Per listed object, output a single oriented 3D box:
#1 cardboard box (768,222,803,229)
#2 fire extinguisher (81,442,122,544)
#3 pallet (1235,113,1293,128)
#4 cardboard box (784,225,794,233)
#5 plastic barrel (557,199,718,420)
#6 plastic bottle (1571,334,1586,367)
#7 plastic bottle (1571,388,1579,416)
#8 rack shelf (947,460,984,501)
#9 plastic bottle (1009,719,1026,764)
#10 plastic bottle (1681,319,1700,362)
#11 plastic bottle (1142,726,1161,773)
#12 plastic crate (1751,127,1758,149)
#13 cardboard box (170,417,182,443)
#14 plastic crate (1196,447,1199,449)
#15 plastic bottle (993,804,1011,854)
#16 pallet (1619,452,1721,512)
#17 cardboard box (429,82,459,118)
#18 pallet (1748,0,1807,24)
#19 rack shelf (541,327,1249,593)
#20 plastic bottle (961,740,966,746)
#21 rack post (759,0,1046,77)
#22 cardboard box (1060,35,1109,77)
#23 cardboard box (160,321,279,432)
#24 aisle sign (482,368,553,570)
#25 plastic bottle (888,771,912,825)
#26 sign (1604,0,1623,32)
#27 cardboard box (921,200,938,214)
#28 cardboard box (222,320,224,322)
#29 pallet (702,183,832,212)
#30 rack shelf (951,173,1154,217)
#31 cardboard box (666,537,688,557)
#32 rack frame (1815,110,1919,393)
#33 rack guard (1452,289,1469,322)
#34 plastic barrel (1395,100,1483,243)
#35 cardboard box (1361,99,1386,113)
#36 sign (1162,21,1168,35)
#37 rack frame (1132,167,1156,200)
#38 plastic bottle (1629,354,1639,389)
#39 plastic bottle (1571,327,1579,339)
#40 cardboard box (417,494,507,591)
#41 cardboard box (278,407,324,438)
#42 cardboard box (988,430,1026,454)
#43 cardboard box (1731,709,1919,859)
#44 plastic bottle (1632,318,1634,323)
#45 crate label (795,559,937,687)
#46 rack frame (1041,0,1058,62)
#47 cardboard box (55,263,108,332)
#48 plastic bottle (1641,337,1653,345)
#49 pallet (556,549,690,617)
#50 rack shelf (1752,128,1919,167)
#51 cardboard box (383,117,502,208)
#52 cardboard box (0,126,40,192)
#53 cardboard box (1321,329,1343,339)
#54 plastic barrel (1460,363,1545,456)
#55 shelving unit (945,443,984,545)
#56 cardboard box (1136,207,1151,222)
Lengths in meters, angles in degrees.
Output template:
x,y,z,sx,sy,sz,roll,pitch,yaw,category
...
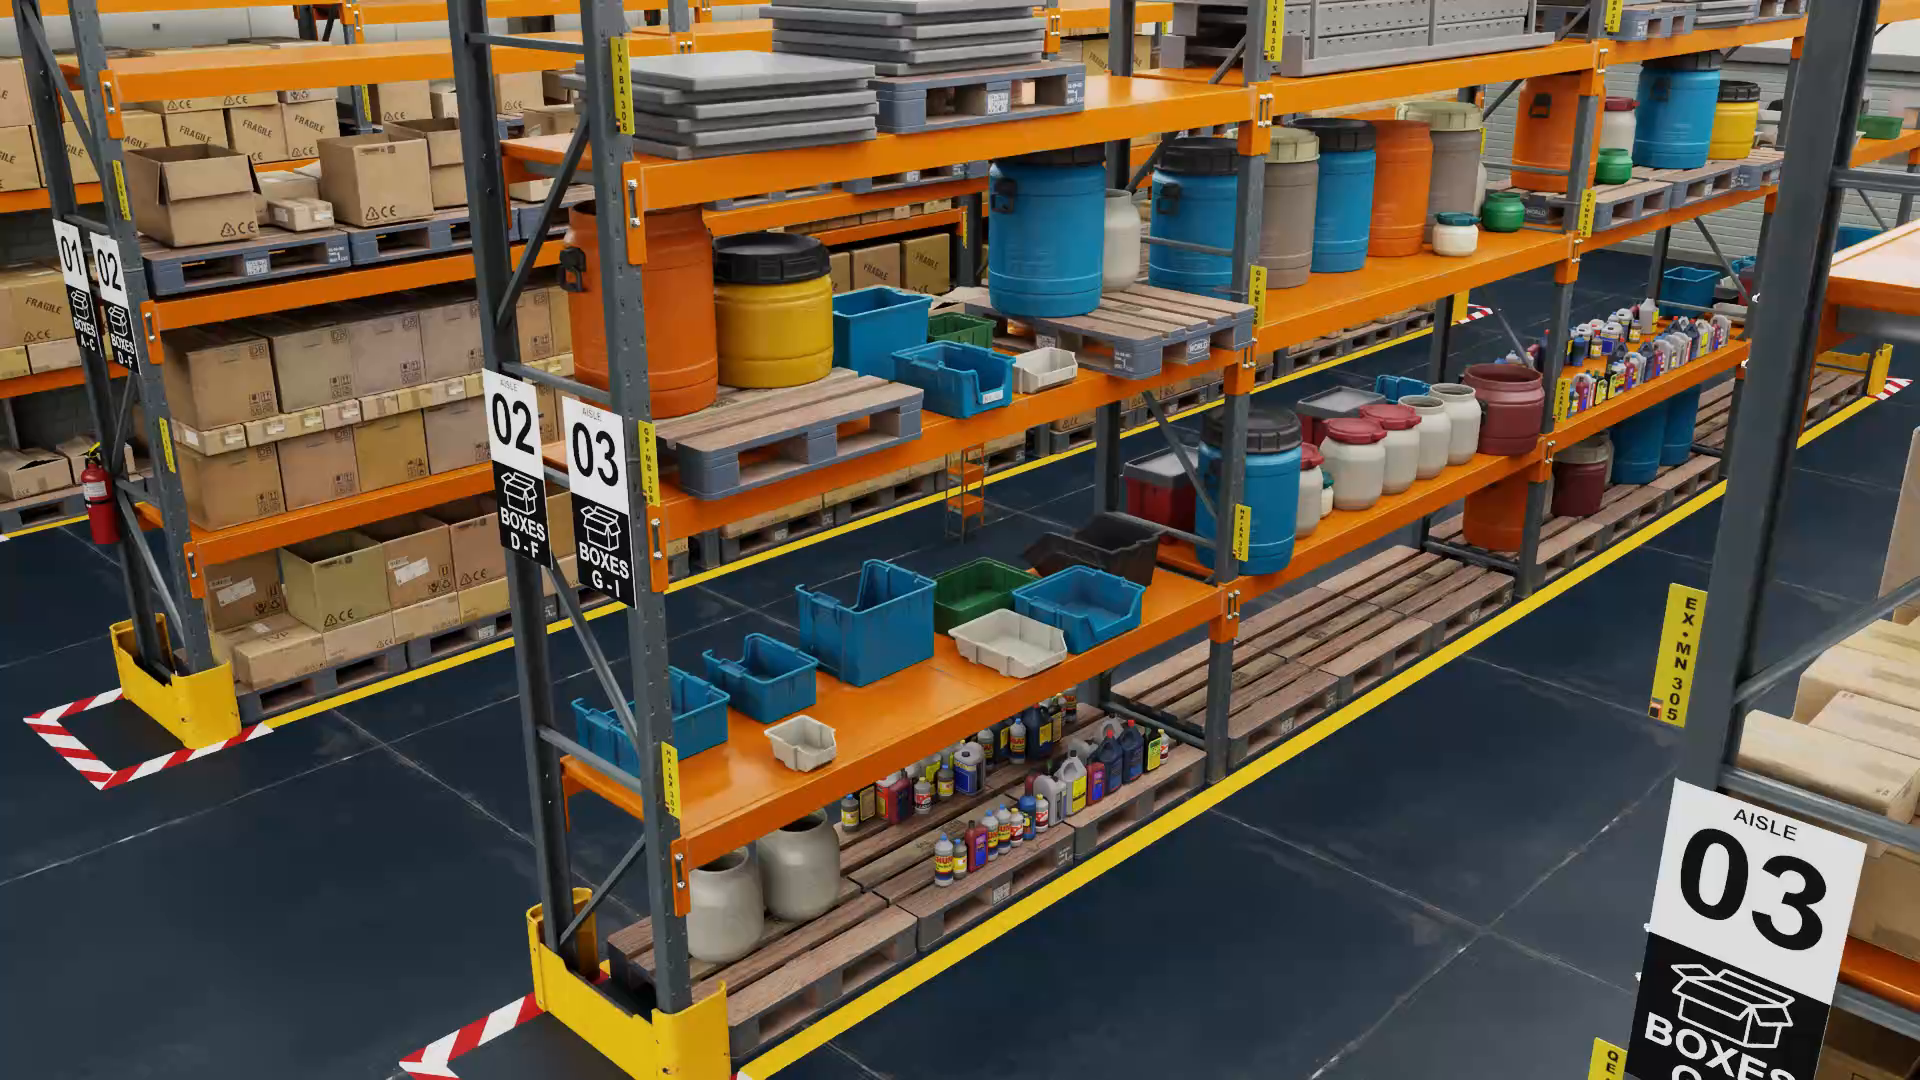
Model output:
x,y,z,sx,sy,sz,roll,pitch,yaw,category
-2.195,-3.948,19.445,0.500,0.500,0.500,-19,28,-40,cardboard box
-5.534,-0.315,10.682,0.296,0.674,0.183,19,28,41,fire extinguisher
2.748,-4.512,17.575,1.213,0.211,1.003,19,28,41,pallet
-2.179,-3.684,19.662,0.380,0.149,0.250,19,28,40,cardboard box
-1.324,-0.977,6.934,0.600,0.830,0.708,19,28,41,plastic barrel
5.263,-1.618,14.145,0.097,0.271,0.097,0,21,0,plastic bottle
4.711,-1.066,12.806,0.097,0.201,0.097,0,21,0,plastic bottle
0.037,-0.494,13.788,0.215,0.259,0.240,19,28,41,rack shelf
0.343,1.187,9.857,0.097,0.271,0.097,0,21,0,plastic bottle
6.264,-1.720,14.299,0.144,0.351,0.185,19,28,41,plastic bottle
1.119,1.217,9.763,0.133,0.283,0.061,-18,28,-39,plastic bottle
7.206,-3.745,15.550,0.416,0.233,0.300,19,28,41,plastic crate
-4.988,-0.760,10.690,0.380,0.149,0.250,19,28,40,cardboard box
1.765,-0.406,10.835,0.392,0.384,0.575,19,28,41,plastic crate
0.225,1.542,8.933,0.097,0.271,0.097,0,21,0,plastic bottle
6.231,-0.619,15.253,1.003,0.211,1.213,19,28,41,pallet
-5.011,-4.365,16.470,0.500,0.311,0.500,-19,28,-40,cardboard box
6.244,-4.414,13.698,1.003,0.211,1.213,19,28,41,pallet
-0.177,-0.603,8.145,1.077,0.370,4.000,19,28,41,rack shelf
0.012,1.268,9.745,0.097,0.201,0.097,0,21,0,plastic bottle
-0.243,-2.295,7.470,0.937,0.300,0.954,19,28,40,rack post
1.127,-4.476,15.688,0.500,0.500,0.500,19,28,41,cardboard box
-4.747,-1.047,10.533,0.700,0.500,0.500,19,28,41,cardboard box
-1.835,-0.293,6.895,0.394,0.787,0.004,19,28,41,aisle sign
-0.333,1.425,9.220,0.061,0.283,0.133,19,28,41,plastic bottle
4.408,-3.594,11.195,0.100,0.325,0.005,19,28,41,sign
-0.491,-4.252,21.140,0.250,0.149,0.380,-20,28,-41,cardboard box
-6.686,-2.014,15.178,0.500,0.250,0.500,19,28,40,cardboard box
-1.722,-2.834,13.214,0.805,0.209,1.217,18,27,39,pallet
1.096,-4.767,23.159,1.077,0.370,4.000,19,28,41,rack shelf
-2.495,-0.032,13.085,0.500,0.250,0.500,19,28,41,cardboard box
9.590,-3.137,17.917,1.000,3.000,0.127,19,28,41,rack frame
5.990,-3.191,21.542,1.175,0.500,0.348,19,28,41,rack guard
3.280,-2.558,11.531,0.600,0.901,0.600,0,21,0,plastic barrel
4.471,-4.998,18.788,0.500,0.250,0.500,19,28,41,cardboard box
2.871,-7.254,23.323,0.100,0.325,0.005,19,28,41,sign
2.491,-5.616,24.368,1.000,3.000,0.127,19,28,41,rack frame
5.449,-1.371,13.501,0.097,0.271,0.097,0,21,0,plastic bottle
5.295,-1.704,14.369,0.097,0.271,0.097,0,21,0,plastic bottle
-3.537,0.006,11.943,0.500,0.500,0.500,19,28,41,cardboard box
-4.333,-0.793,10.776,0.380,0.149,0.250,19,28,41,cardboard box
0.270,-1.037,15.702,0.500,0.250,0.500,-19,28,-41,cardboard box
1.947,0.550,3.797,0.380,0.149,0.250,19,28,41,cardboard box
6.077,-1.960,15.132,0.097,0.201,0.097,0,21,0,plastic bottle
-0.482,0.419,8.617,0.502,0.435,0.616,19,28,41,crate label
0.462,-5.121,14.718,1.000,3.000,0.127,19,28,41,rack frame
-7.405,-2.096,14.345,0.500,0.500,0.500,18,27,39,cardboard box
5.791,-1.575,14.033,0.097,0.271,0.097,0,21,0,plastic bottle
-2.913,0.203,13.115,1.003,0.211,1.213,19,28,41,pallet
8.194,-3.687,16.170,1.077,0.370,4.000,19,28,41,rack shelf
-3.567,-2.611,11.443,0.637,0.503,0.797,-16,26,-36,cardboard box
-7.858,-3.112,13.505,0.500,0.500,0.500,-18,27,-39,cardboard box
4.297,-2.511,19.624,0.380,0.166,0.250,19,28,41,cardboard box
3.902,-0.949,12.035,0.600,0.536,0.708,19,28,41,plastic barrel
0.037,-0.504,13.784,0.215,1.050,0.252,19,28,41,shelving unit
2.065,-3.122,17.155,0.700,0.500,0.500,12,24,27,cardboard box
